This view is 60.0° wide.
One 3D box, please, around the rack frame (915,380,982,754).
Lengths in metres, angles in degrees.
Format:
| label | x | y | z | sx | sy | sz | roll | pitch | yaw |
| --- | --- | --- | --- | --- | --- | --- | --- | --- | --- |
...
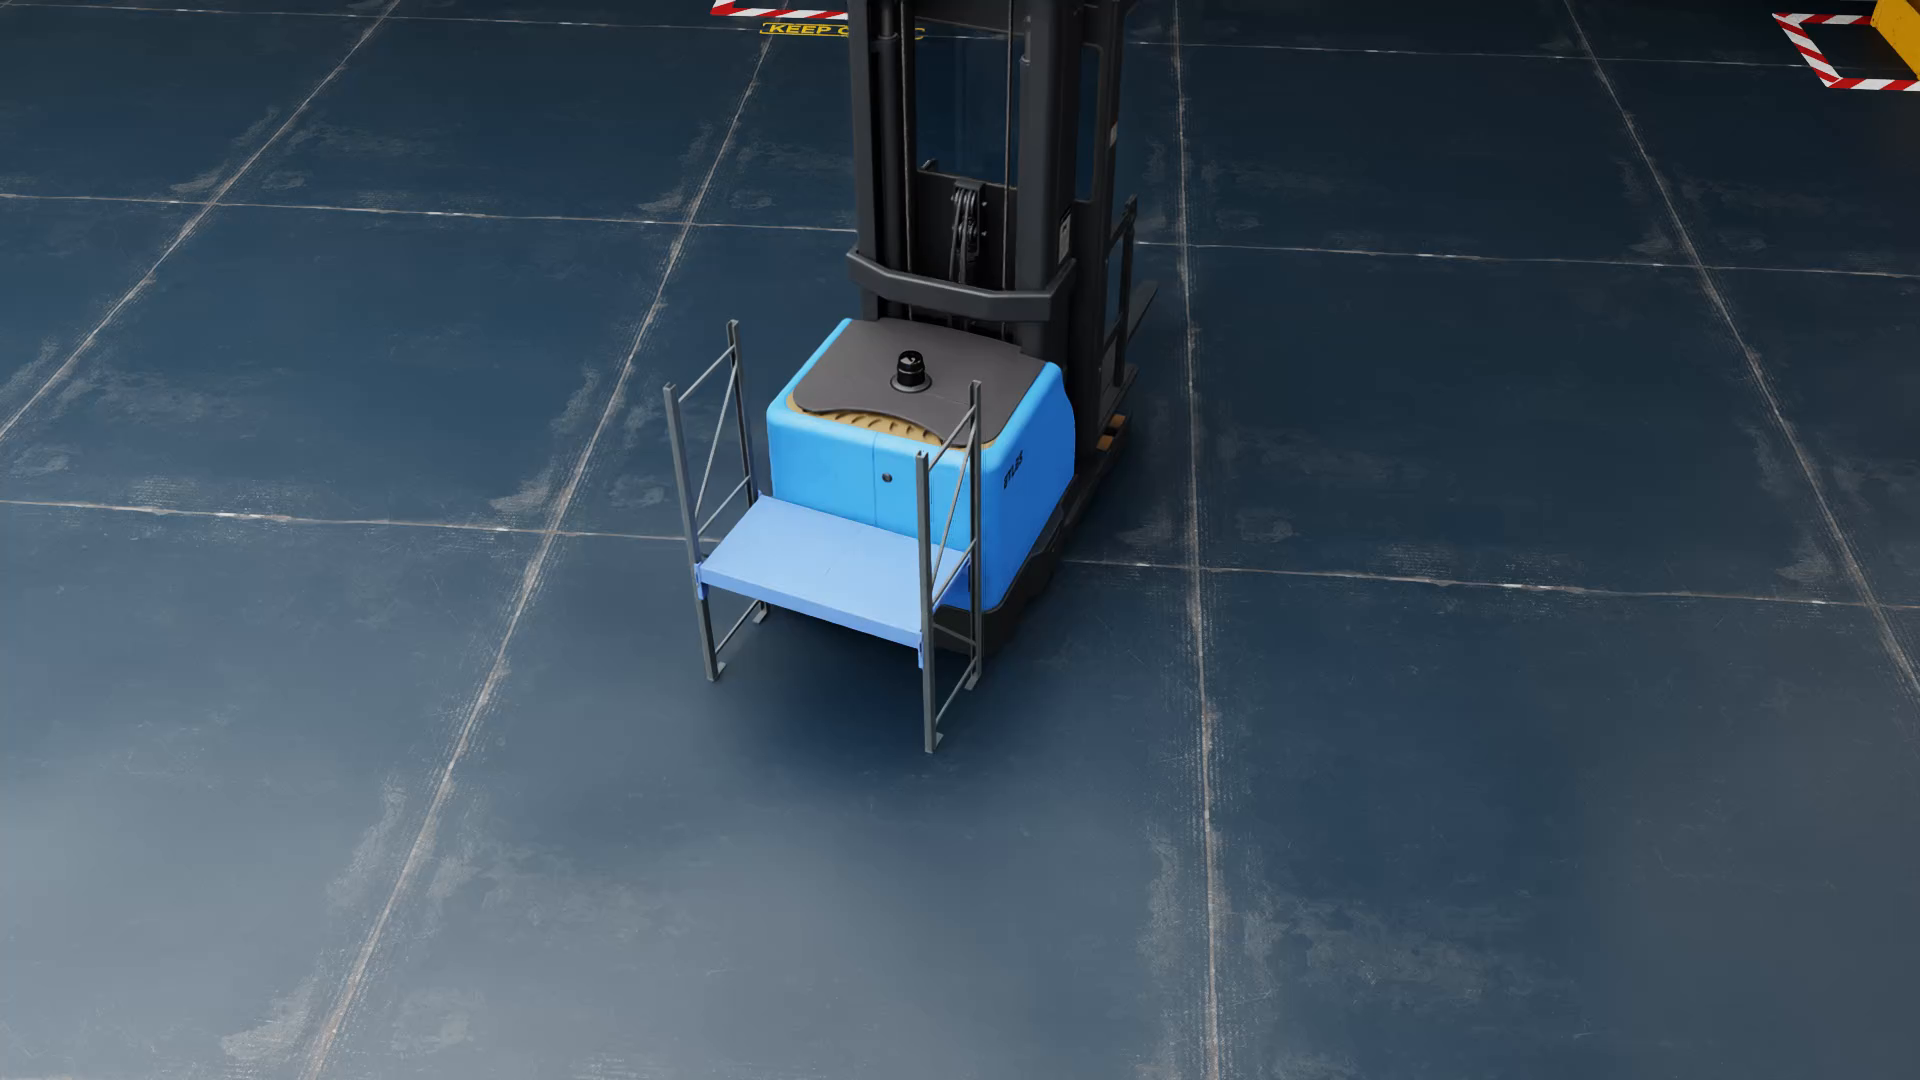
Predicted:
| label | x | y | z | sx | sy | sz | roll | pitch | yaw |
| --- | --- | --- | --- | --- | --- | --- | --- | --- | --- |
| rack frame | -0.031 | 0.138 | 6.383 | 0.032 | 1.500 | 0.500 | 16 | 43 | 19 |

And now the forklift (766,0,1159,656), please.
| label | x | y | z | sx | sy | sz | roll | pitch | yaw |
| --- | --- | --- | --- | --- | --- | --- | --- | --- | --- |
| forklift | 0.215 | -1.578 | 7.367 | 1.130 | 2.935 | 3.031 | 14 | 41 | 17 |

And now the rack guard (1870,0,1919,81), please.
| label | x | y | z | sx | sy | sz | roll | pitch | yaw |
| --- | --- | --- | --- | --- | --- | --- | --- | --- | --- |
| rack guard | 6.986 | -3.748 | 11.959 | 0.348 | 0.500 | 1.175 | 3 | 39 | 4 |

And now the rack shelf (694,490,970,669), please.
| label | x | y | z | sx | sy | sz | roll | pitch | yaw |
| --- | --- | --- | --- | --- | --- | --- | --- | --- | --- |
| rack shelf | -0.493 | 0.143 | 6.661 | 1.000 | 0.185 | 0.538 | 16 | 43 | 19 |

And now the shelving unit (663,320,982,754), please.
| label | x | y | z | sx | sy | sz | roll | pitch | yaw |
| --- | --- | --- | --- | --- | --- | --- | --- | --- | --- |
| shelving unit | -0.495 | 0.006 | 6.544 | 1.048 | 1.500 | 0.538 | 16 | 43 | 19 |

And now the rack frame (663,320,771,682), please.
| label | x | y | z | sx | sy | sz | roll | pitch | yaw |
| --- | --- | --- | --- | --- | --- | --- | --- | --- | --- |
| rack frame | -0.959 | -0.125 | 6.706 | 0.032 | 1.500 | 0.500 | 16 | 43 | 19 |
